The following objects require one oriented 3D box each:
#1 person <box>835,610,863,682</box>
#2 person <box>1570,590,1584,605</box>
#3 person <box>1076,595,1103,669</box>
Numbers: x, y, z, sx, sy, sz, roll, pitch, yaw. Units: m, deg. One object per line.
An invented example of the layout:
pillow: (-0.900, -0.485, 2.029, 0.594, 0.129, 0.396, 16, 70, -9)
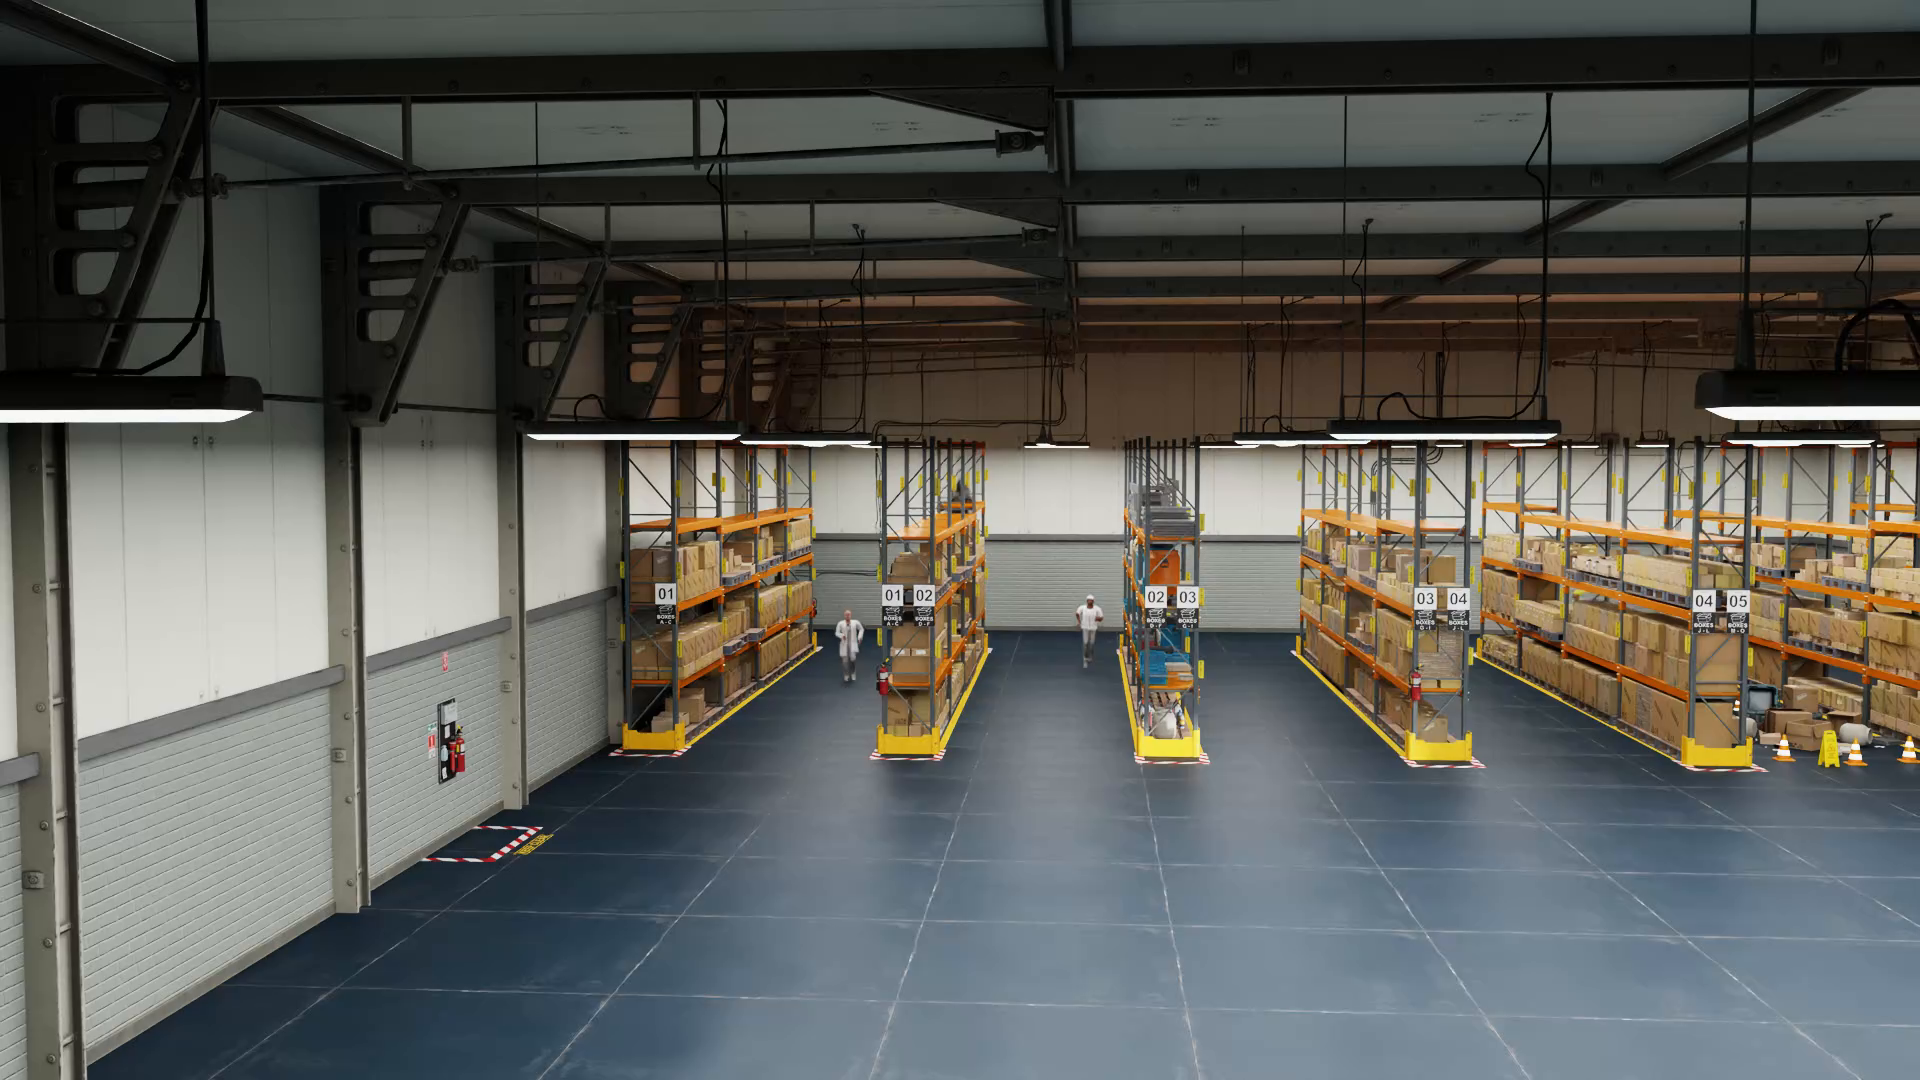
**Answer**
person: (-2.751, 2.631, 41.246, 0.684, 1.763, 0.764, 0, 3, 0)
person: (17.684, 2.301, 47.716, 0.881, 1.747, 0.701, -1, 3, -12)
person: (3.333, 2.334, 42.669, 0.674, 1.865, 0.770, 0, 3, 0)
